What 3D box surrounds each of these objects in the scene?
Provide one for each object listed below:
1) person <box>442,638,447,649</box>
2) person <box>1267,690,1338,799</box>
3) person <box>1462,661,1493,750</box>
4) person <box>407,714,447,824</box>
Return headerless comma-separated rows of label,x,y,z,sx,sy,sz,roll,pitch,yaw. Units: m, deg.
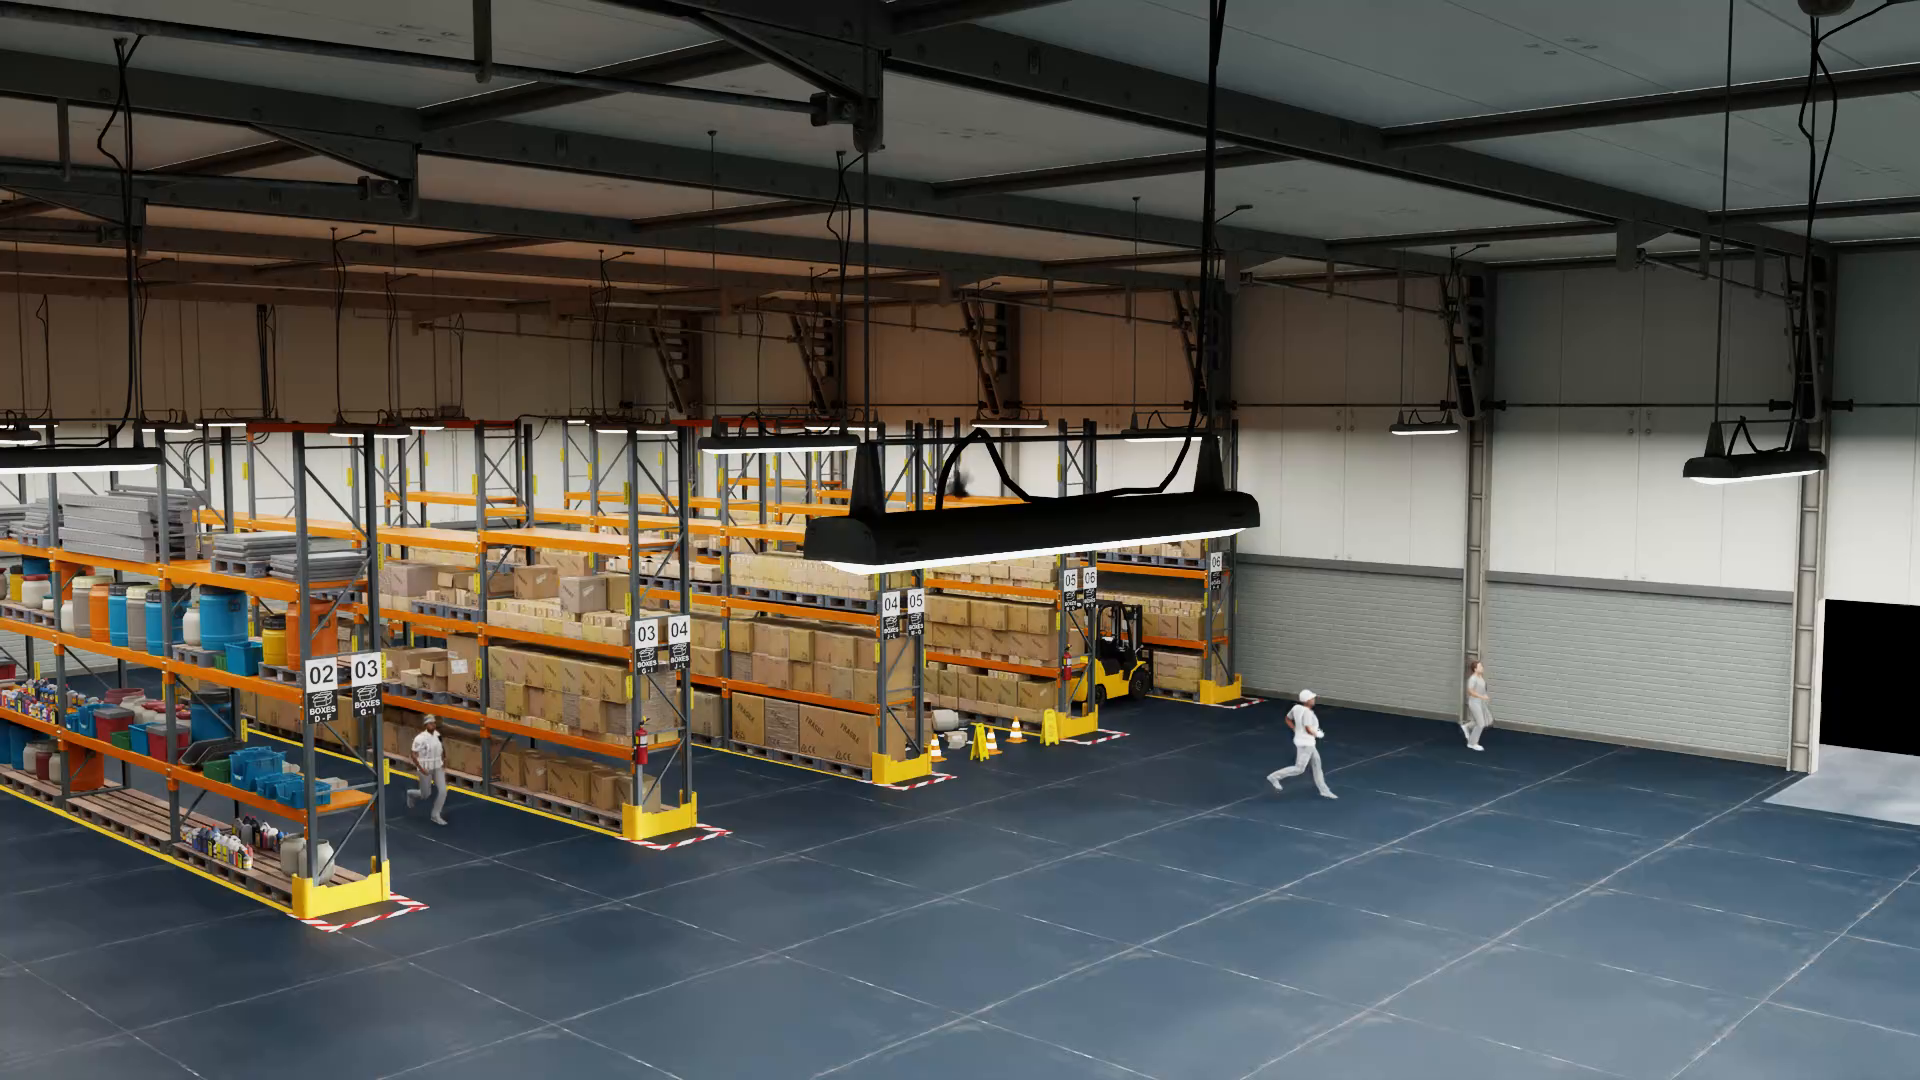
person,-12.408,2.256,40.277,0.833,1.591,0.576,2,5,20
person,5.488,3.284,26.556,1.160,1.781,0.648,0,5,3
person,9.494,3.025,30.536,0.578,1.636,0.601,3,6,36
person,-8.070,3.458,25.266,0.742,1.664,0.573,4,6,39
